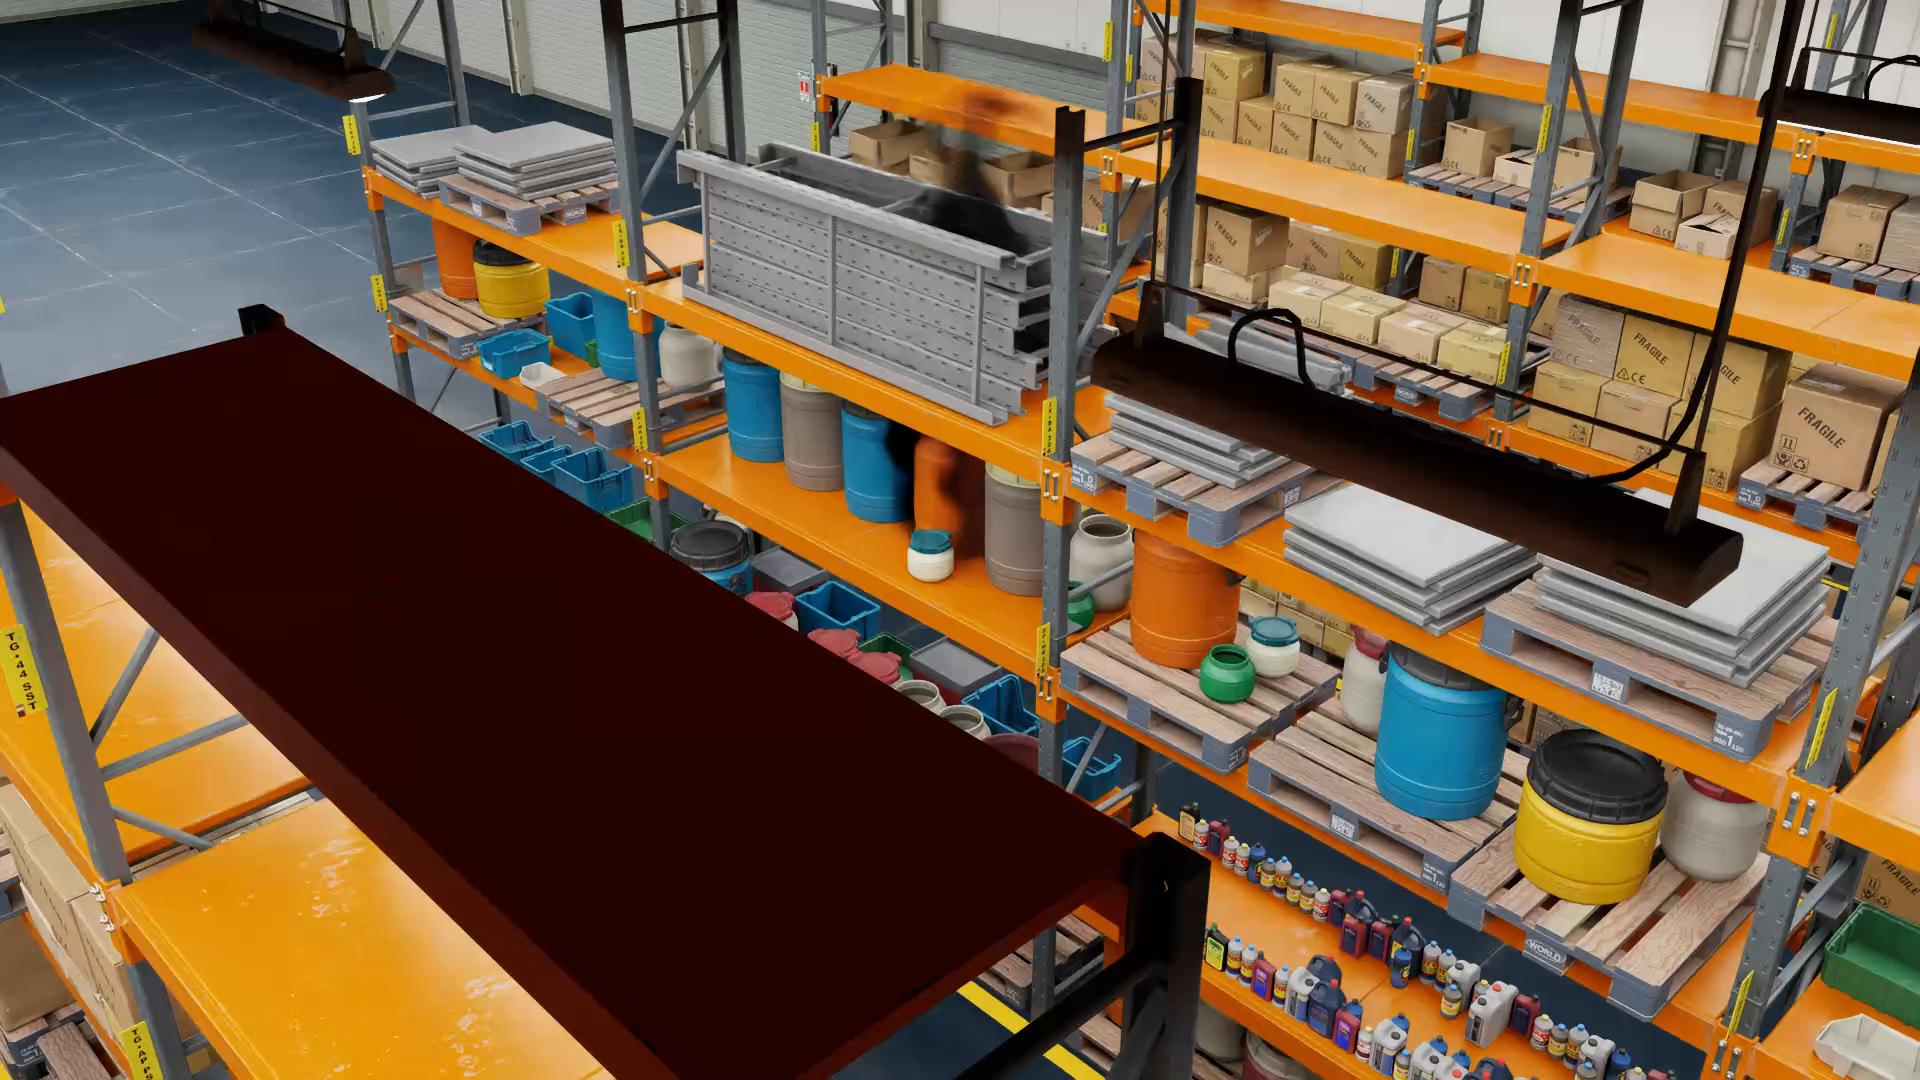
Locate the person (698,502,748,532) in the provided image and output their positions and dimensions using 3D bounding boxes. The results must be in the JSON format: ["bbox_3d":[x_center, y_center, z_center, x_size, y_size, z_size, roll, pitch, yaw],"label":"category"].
[{"bbox_3d":[-2.118,-0.111,15.316,0.571,1.654,0.665,-24,36,-37],"label":"person"}]

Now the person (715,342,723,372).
[{"bbox_3d":[-2.644,-2.304,19.432,0.980,1.641,0.618,-13,31,-23],"label":"person"}]
